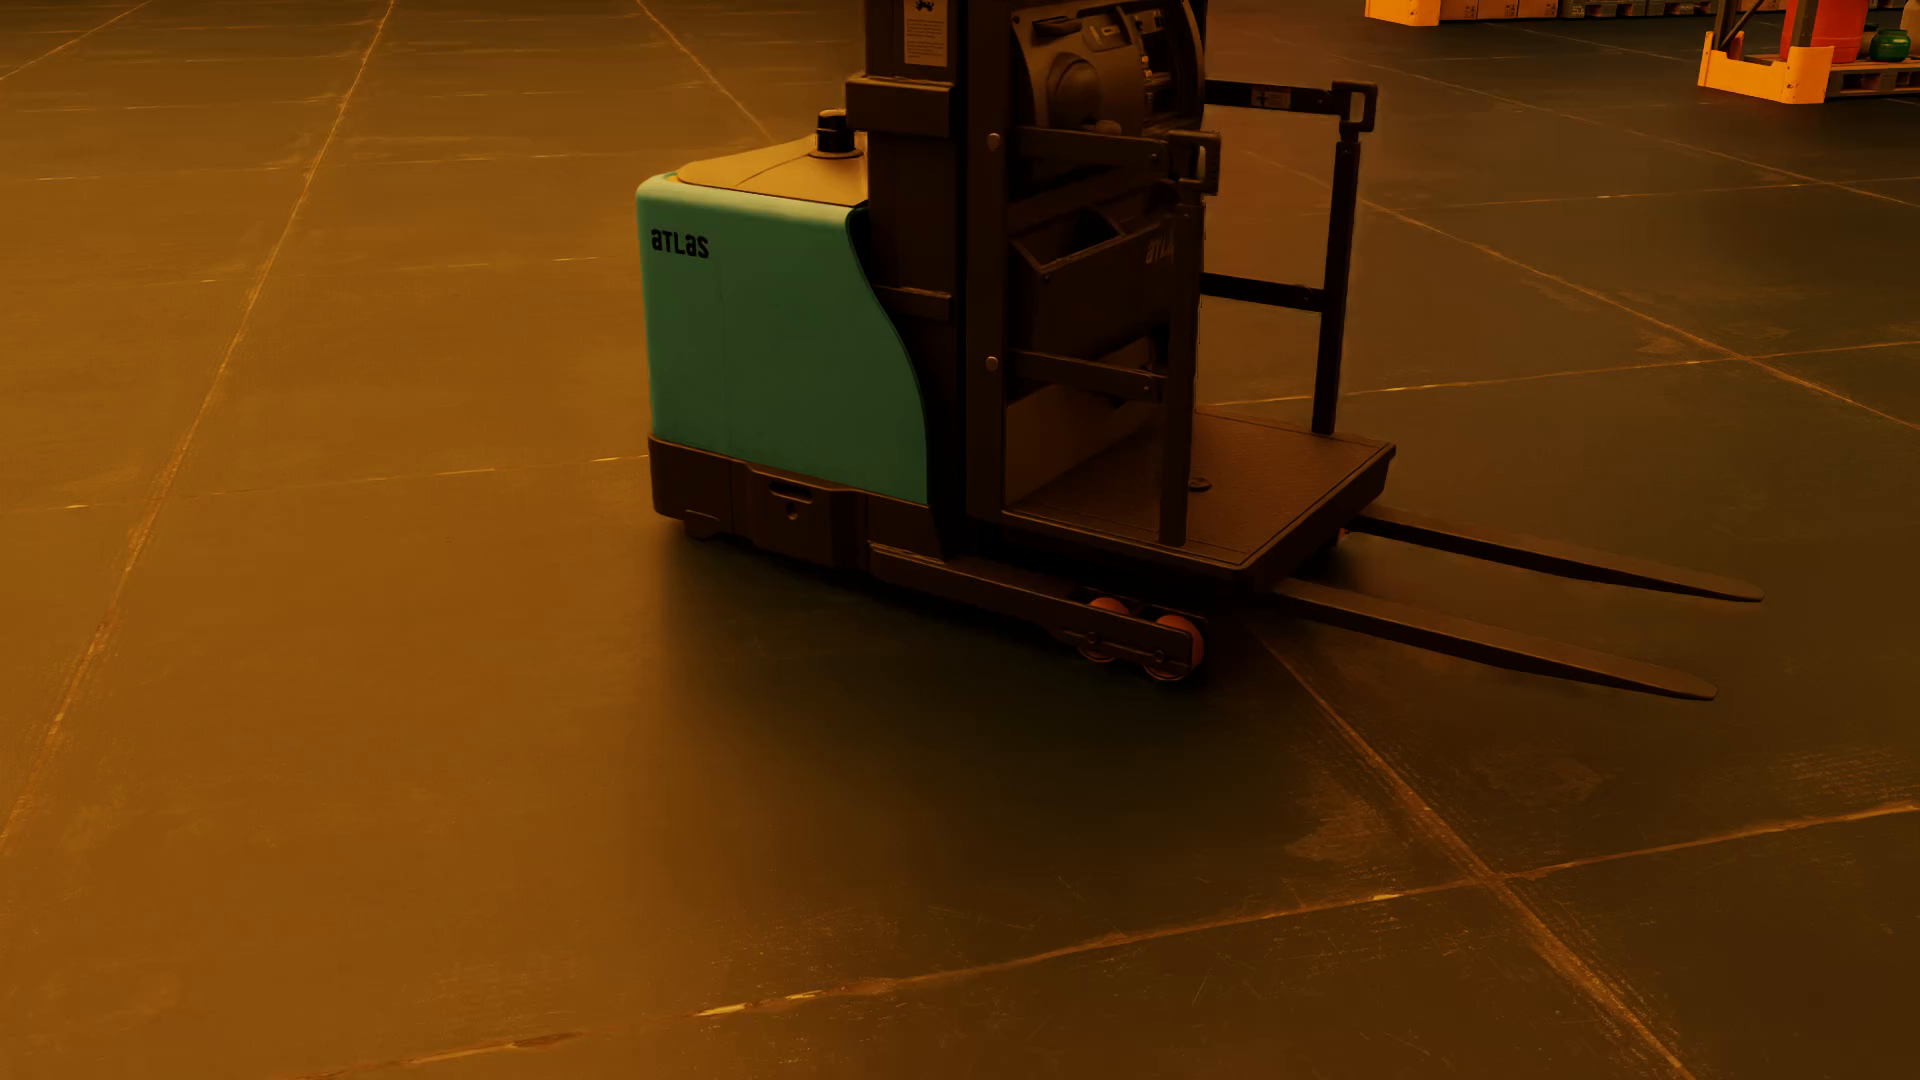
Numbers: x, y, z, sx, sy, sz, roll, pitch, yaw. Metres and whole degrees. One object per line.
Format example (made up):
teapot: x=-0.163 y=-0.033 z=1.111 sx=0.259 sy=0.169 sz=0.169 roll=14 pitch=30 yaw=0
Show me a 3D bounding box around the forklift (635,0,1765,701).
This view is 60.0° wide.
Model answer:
forklift: x=0.570 y=-1.226 z=4.192 sx=3.031 sy=2.935 sz=1.130 roll=14 pitch=27 yaw=30
